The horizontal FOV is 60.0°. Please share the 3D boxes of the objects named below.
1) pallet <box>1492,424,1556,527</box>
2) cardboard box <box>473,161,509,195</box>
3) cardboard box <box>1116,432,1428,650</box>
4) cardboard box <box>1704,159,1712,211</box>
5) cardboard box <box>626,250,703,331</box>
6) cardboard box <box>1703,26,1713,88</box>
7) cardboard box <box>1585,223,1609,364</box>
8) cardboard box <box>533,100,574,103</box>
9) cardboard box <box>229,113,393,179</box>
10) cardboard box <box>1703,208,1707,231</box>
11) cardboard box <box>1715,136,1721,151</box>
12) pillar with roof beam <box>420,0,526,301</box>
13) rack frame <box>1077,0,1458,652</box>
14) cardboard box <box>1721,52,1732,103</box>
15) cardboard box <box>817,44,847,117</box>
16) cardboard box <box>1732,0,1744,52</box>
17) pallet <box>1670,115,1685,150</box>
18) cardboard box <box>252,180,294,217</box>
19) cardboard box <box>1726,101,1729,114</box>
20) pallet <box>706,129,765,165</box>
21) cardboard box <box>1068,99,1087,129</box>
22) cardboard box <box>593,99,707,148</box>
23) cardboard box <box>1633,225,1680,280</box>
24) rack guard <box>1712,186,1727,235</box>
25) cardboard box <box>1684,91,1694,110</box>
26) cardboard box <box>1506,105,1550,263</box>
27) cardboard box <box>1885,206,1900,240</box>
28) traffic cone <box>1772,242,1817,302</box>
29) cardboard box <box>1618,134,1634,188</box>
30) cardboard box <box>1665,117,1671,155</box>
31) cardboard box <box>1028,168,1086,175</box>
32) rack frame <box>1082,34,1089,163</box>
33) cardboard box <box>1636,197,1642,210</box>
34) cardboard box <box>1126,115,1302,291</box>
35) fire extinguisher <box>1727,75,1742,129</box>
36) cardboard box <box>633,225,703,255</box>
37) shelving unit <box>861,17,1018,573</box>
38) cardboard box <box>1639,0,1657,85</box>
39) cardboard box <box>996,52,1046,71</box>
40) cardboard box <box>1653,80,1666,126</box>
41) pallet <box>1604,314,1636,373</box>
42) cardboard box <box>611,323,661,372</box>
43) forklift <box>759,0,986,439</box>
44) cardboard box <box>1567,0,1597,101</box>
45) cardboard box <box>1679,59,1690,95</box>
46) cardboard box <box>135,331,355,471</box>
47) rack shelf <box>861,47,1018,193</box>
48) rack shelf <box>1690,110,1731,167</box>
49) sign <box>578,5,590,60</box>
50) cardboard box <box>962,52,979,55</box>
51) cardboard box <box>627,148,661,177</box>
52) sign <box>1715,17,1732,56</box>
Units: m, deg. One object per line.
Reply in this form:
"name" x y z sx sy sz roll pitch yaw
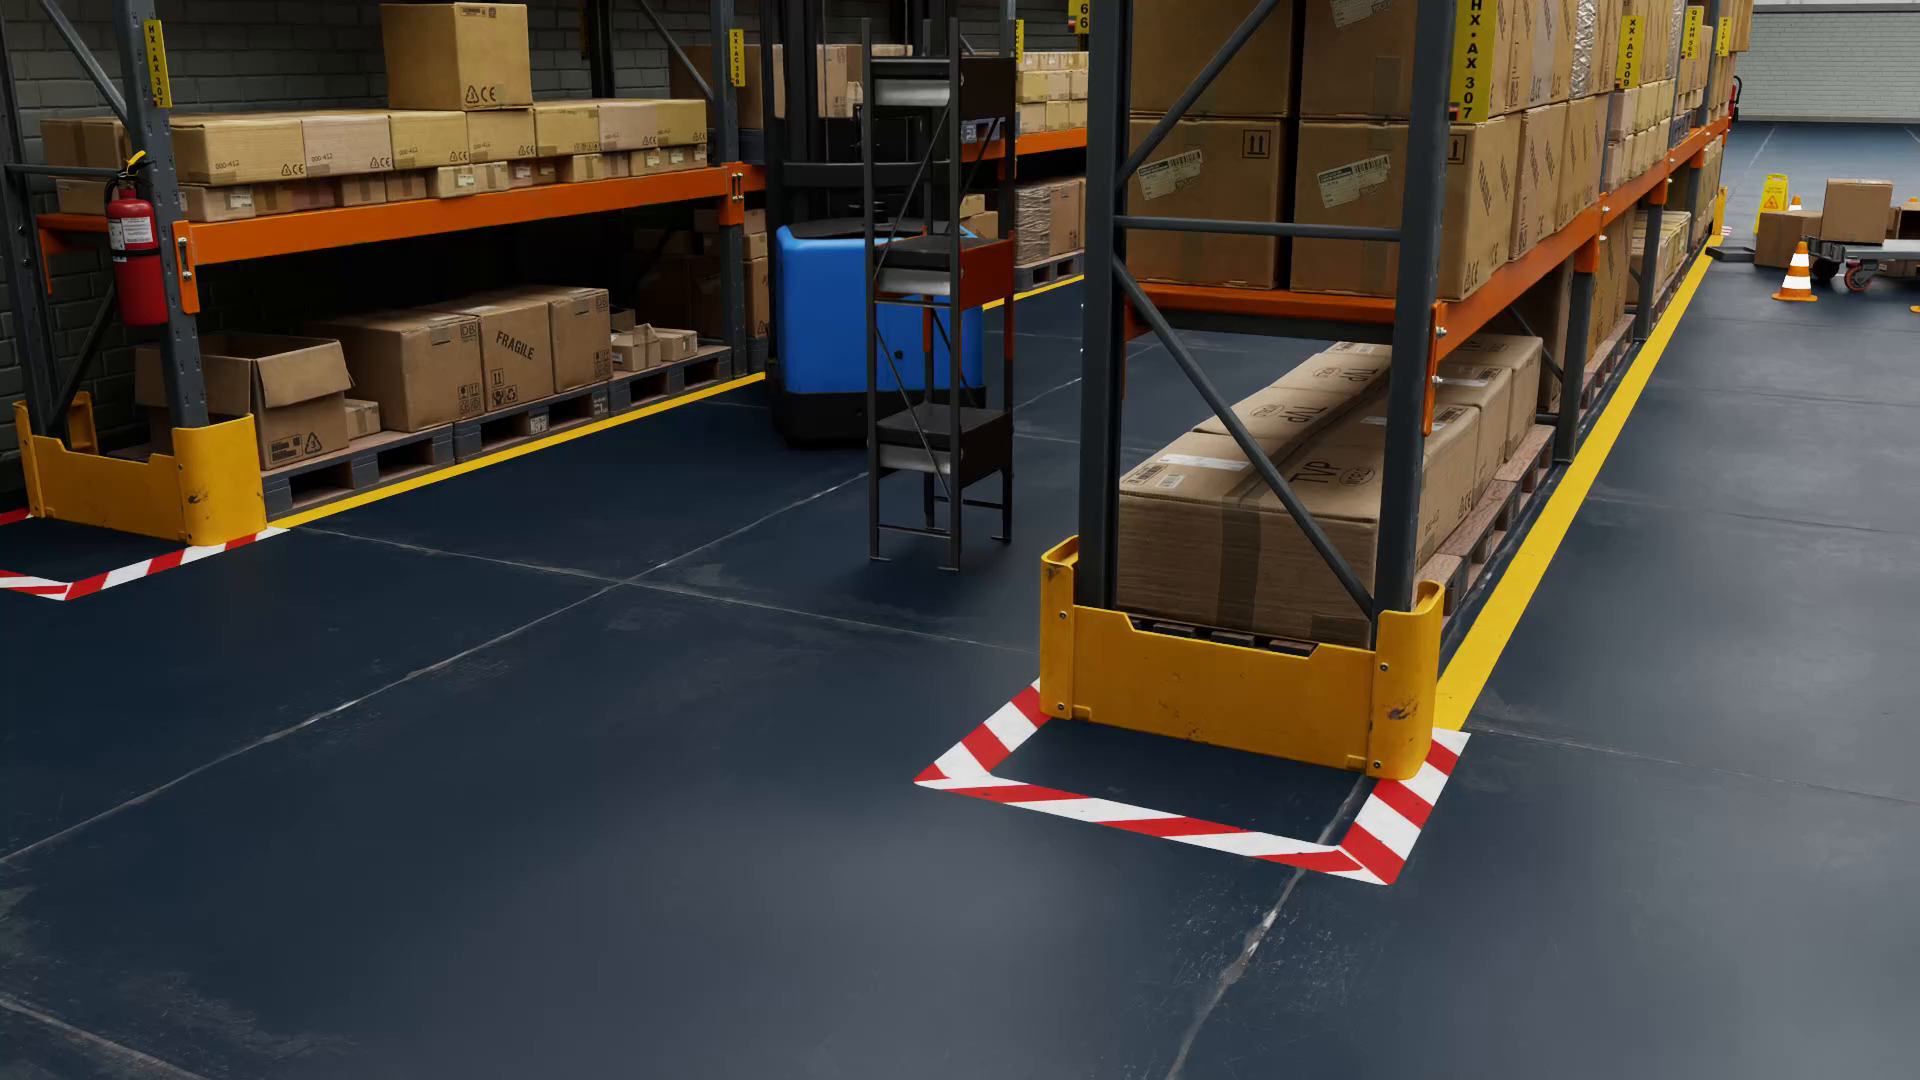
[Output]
"pallet" 2.215 -0.370 7.900 1.003 0.211 1.213 8 18 25
"cardboard box" -2.493 -1.822 8.333 0.380 0.149 0.250 9 19 27
"cardboard box" 1.043 -0.026 5.605 0.875 0.438 0.875 7 18 24
"cardboard box" 6.933 -3.425 16.062 0.500 0.500 0.500 9 19 28
"cardboard box" -1.863 -1.687 11.089 0.500 0.500 0.500 8 18 25
"cardboard box" 6.198 -4.173 14.372 0.500 0.500 0.500 8 18 24
"cardboard box" 3.227 -1.473 9.709 0.875 0.875 0.875 9 19 27
"cardboard box" -2.498 -2.372 9.482 0.500 0.250 0.500 8 18 25
"cardboard box" -2.936 -1.783 7.500 0.500 0.250 0.500 8 18 26
"cardboard box" 7.168 -3.200 16.623 0.500 0.250 0.500 8 18 25
"cardboard box" 7.643 -4.098 17.189 0.380 0.149 0.250 8 19 26
"pillar with roof beam" 0.916 -4.787 7.336 9.100 9.000 0.400 8 18 25
"rack frame" 0.837 -0.872 4.691 1.000 3.000 0.127 8 18 25
"cardboard box" 7.536 -4.711 16.918 0.500 0.500 0.500 8 18 25
"cardboard box" -1.170 -2.997 10.934 0.700 0.500 0.500 8 18 26
"cardboard box" 7.086 -4.935 15.916 0.700 0.500 0.500 8 18 24
"pallet" 4.635 -3.013 12.236 1.213 0.211 1.003 8 18 25
"cardboard box" -3.140 -1.501 7.253 0.380 0.149 0.250 9 19 27
"cardboard box" 7.997 -4.626 17.772 0.380 0.149 0.250 8 18 25
"pallet" -1.363 -2.619 10.911 1.003 0.211 1.213 8 18 25
"cardboard box" 0.840 -3.810 14.846 0.500 0.250 0.500 7 18 24
"cardboard box" -1.827 -2.431 9.683 0.500 0.250 0.500 9 19 27
"cardboard box" 5.340 -2.375 13.631 0.950 0.372 0.625 9 19 27
"rack guard" 7.953 -3.730 18.704 1.175 0.500 0.348 8 18 25
"cardboard box" 5.748 -3.585 13.530 0.380 0.149 0.250 8 18 25
"cardboard box" 1.753 -1.265 5.840 0.500 0.500 0.500 8 18 25
"cardboard box" 9.467 -2.981 16.178 0.797 0.503 0.637 -4 17 -13
"traffic cone" 6.898 -2.218 13.681 0.336 0.463 0.334 8 18 25
"cardboard box" 3.287 -2.029 8.852 0.500 0.250 0.500 8 18 24
"cardboard box" 4.418 -2.676 11.029 0.500 0.250 0.500 7 18 23
"cardboard box" 1.180 -3.291 16.269 0.875 0.625 0.625 8 18 25
"rack frame" 1.757 -4.559 17.105 1.000 3.000 0.127 8 18 25
"cardboard box" 6.224 -3.356 15.830 0.500 0.500 0.500 8 18 25
"cardboard box" 0.816 -1.076 5.204 0.500 0.500 0.500 8 18 26
"fire extinguisher" 8.450 -4.881 18.325 0.296 0.674 0.183 8 18 25
"cardboard box" -1.911 -1.966 10.888 0.380 0.149 0.250 7 18 23
"shelving unit" -0.074 -0.964 6.583 0.431 2.100 0.503 8 18 25
"cardboard box" 3.507 -2.754 9.097 0.500 0.500 0.500 8 18 24
"cardboard box" 0.494 -4.011 13.945 0.380 0.149 0.250 9 19 27
"cardboard box" 3.987 -2.658 10.089 0.500 0.250 0.500 8 18 24
"pallet" 3.992 -1.382 11.305 1.003 0.211 1.213 8 18 25
"cardboard box" -1.963 -1.142 9.665 0.396 0.266 0.258 9 19 27
"forklift" -0.597 -2.294 9.602 1.130 2.935 3.031 -2 17 -8
"cardboard box" 2.208 -2.004 6.570 0.500 0.500 0.500 8 18 26
"cardboard box" 5.047 -3.520 12.173 0.500 0.500 0.500 9 19 28
"cardboard box" -3.247 -0.651 7.594 0.797 0.503 0.637 7 18 23
"rack shelf" -0.074 -1.622 6.388 0.431 0.518 0.480 8 18 25
"rack shelf" 7.093 -4.093 16.800 1.077 0.370 4.000 8 18 25
"sign" -2.316 -3.146 10.315 0.100 0.325 0.005 8 18 25
"cardboard box" -0.066 -4.008 13.934 0.380 0.149 0.250 9 19 27
"cardboard box" -1.926 -2.149 9.433 0.380 0.149 0.250 9 19 27
"sign" 6.698 -4.414 14.583 0.100 0.325 0.005 8 18 25
